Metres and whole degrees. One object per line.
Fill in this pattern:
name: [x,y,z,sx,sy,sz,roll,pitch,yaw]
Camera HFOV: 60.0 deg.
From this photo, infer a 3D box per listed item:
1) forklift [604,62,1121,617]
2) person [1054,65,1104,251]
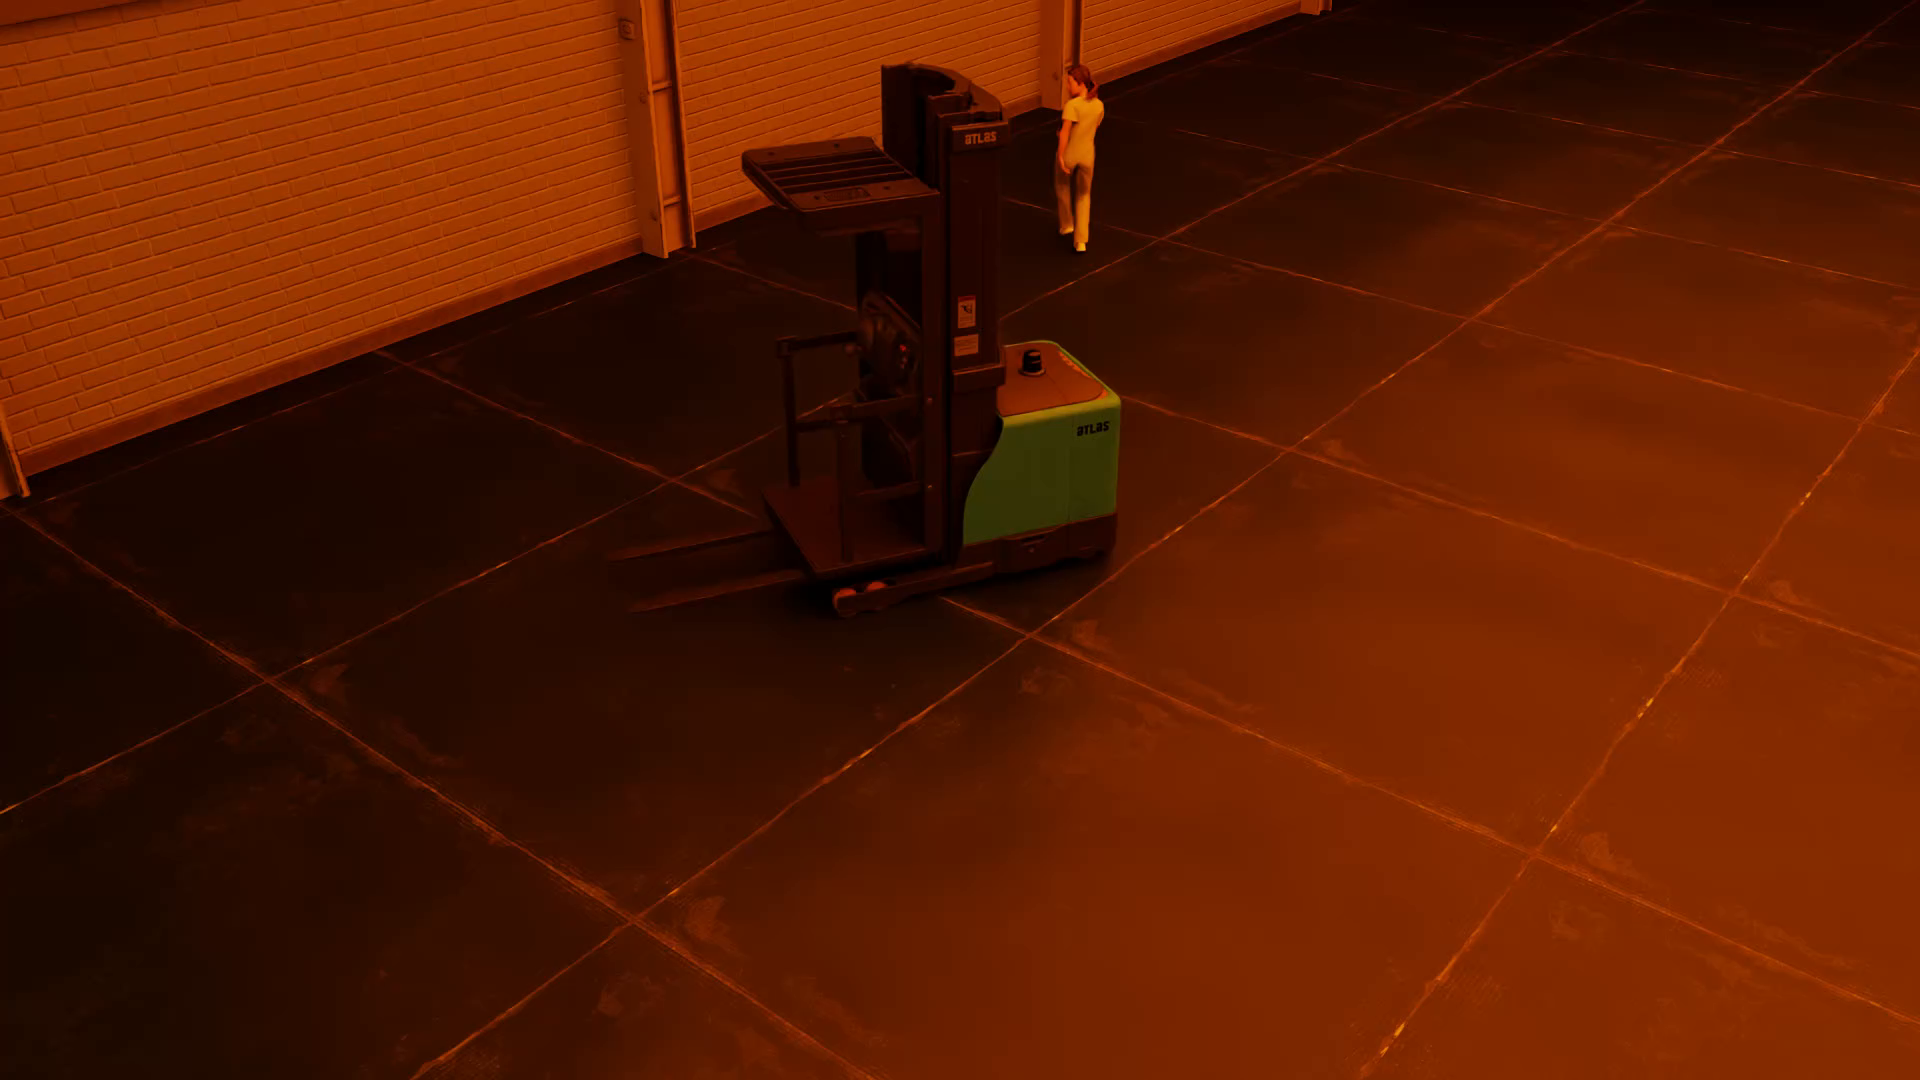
forklift: [-0.596,-1.116,9.505,3.031,2.935,1.130,-12,32,-20]
person: [1.030,-3.370,14.721,0.490,1.658,0.827,-5,31,-9]
